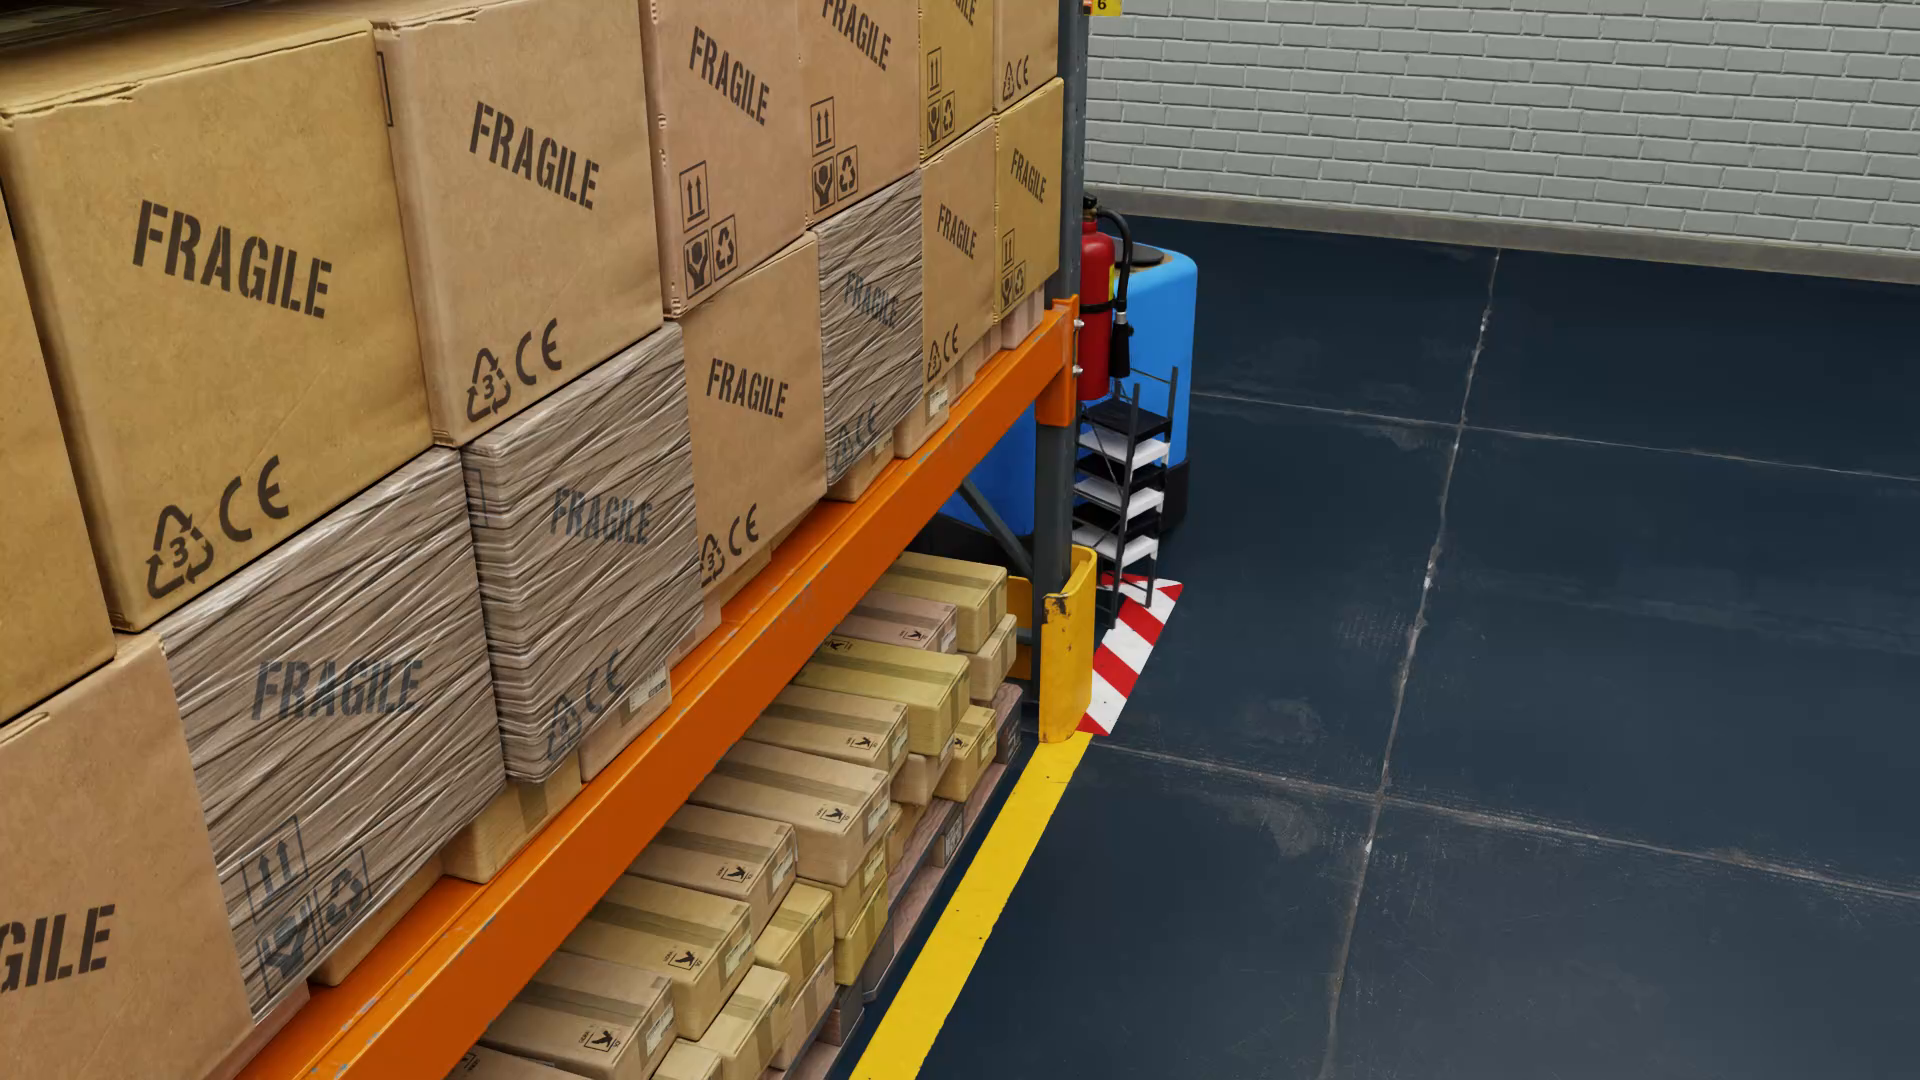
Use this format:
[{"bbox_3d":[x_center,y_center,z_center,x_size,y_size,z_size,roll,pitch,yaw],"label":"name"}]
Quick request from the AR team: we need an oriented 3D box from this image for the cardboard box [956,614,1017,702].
[{"bbox_3d":[-0.059,0.301,4.635,0.380,0.149,0.250,8,27,16],"label":"cardboard box"}]

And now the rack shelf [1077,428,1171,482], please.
[{"bbox_3d":[0.528,-0.295,5.471,0.258,0.077,0.200,26,36,35],"label":"rack shelf"}]

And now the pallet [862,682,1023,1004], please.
[{"bbox_3d":[-0.481,0.697,4.568,1.003,0.211,1.213,9,27,17],"label":"pallet"}]

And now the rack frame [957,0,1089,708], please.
[{"bbox_3d":[-0.152,-0.918,4.704,1.000,3.000,0.127,9,27,17],"label":"rack frame"}]

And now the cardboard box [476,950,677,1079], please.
[{"bbox_3d":[-0.748,0.898,3.060,0.380,0.149,0.250,8,27,15],"label":"cardboard box"}]

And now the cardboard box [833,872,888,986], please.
[{"bbox_3d":[-0.385,0.856,3.829,0.380,0.149,0.250,8,27,15],"label":"cardboard box"}]

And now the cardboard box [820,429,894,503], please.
[{"bbox_3d":[-0.360,-0.216,3.542,0.380,0.149,0.250,8,27,15],"label":"cardboard box"}]

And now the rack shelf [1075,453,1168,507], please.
[{"bbox_3d":[0.524,-0.216,5.514,0.258,0.077,0.200,26,36,35],"label":"rack shelf"}]

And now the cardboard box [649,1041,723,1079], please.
[{"bbox_3d":[-0.664,1.046,3.095,0.380,0.149,0.250,9,27,17],"label":"cardboard box"}]

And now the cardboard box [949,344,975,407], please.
[{"bbox_3d":[-0.181,-0.428,3.980,0.380,0.149,0.250,8,27,17],"label":"cardboard box"}]

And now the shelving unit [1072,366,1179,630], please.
[{"bbox_3d":[0.522,-0.166,5.541,0.258,0.900,0.210,26,36,35],"label":"shelving unit"}]

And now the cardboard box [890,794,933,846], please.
[{"bbox_3d":[-0.290,0.639,4.277,0.380,0.149,0.250,9,27,17],"label":"cardboard box"}]

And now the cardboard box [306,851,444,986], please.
[{"bbox_3d":[-0.929,0.425,2.218,0.380,0.149,0.250,8,27,15],"label":"cardboard box"}]

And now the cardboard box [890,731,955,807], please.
[{"bbox_3d":[-0.230,0.514,4.194,0.380,0.149,0.250,8,27,15],"label":"cardboard box"}]

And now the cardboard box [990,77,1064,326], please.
[{"bbox_3d":[-0.059,-0.875,4.159,0.500,0.500,0.500,9,27,18],"label":"cardboard box"}]

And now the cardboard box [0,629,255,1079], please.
[{"bbox_3d":[-1.081,0.380,1.567,0.500,0.500,0.500,8,27,16],"label":"cardboard box"}]

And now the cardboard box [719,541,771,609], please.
[{"bbox_3d":[-0.579,-0.002,3.100,0.380,0.149,0.250,9,27,18],"label":"cardboard box"}]

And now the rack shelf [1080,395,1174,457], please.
[{"bbox_3d":[0.532,-0.374,5.428,0.258,0.077,0.200,26,36,35],"label":"rack shelf"}]

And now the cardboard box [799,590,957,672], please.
[{"bbox_3d":[-0.227,0.258,4.383,0.380,0.149,0.250,9,27,18],"label":"cardboard box"}]

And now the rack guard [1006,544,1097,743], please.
[{"bbox_3d":[-0.177,0.238,5.184,1.175,0.500,0.348,9,27,17],"label":"rack guard"}]

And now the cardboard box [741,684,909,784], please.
[{"bbox_3d":[-0.339,0.480,3.924,0.380,0.149,0.250,8,27,15],"label":"cardboard box"}]

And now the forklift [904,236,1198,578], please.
[{"bbox_3d":[-0.561,-1.643,6.279,3.031,2.935,1.130,22,34,38],"label":"forklift"}]

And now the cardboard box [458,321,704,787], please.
[{"bbox_3d":[-0.721,-0.026,2.406,0.500,0.500,0.500,8,27,16],"label":"cardboard box"}]

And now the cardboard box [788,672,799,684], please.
[{"bbox_3d":[-0.638,0.464,4.638,0.380,0.149,0.250,9,27,17],"label":"cardboard box"}]

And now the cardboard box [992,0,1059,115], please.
[{"bbox_3d":[-0.070,-1.323,3.936,0.500,0.500,0.500,8,27,16],"label":"cardboard box"}]

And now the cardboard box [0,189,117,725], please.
[{"bbox_3d":[-1.103,-0.053,1.314,0.500,0.500,0.500,9,27,19],"label":"cardboard box"}]

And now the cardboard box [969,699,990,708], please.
[{"bbox_3d":[-0.131,0.423,4.724,0.380,0.149,0.250,9,27,18],"label":"cardboard box"}]

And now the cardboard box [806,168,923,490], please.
[{"bbox_3d":[-0.395,-0.454,3.290,0.500,0.500,0.500,9,27,18],"label":"cardboard box"}]

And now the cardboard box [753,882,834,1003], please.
[{"bbox_3d":[-0.493,0.832,3.538,0.380,0.149,0.250,10,28,20],"label":"cardboard box"}]

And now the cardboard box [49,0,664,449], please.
[{"bbox_3d":[-0.748,-0.471,2.177,0.500,0.500,0.500,9,27,18],"label":"cardboard box"}]

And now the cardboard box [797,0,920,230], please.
[{"bbox_3d":[-0.403,-0.900,3.062,0.500,0.500,0.500,10,28,20],"label":"cardboard box"}]

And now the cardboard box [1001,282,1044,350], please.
[{"bbox_3d":[0.006,-0.630,4.397,0.380,0.149,0.250,9,27,18],"label":"cardboard box"}]

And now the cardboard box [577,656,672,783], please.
[{"bbox_3d":[-0.688,0.222,2.638,0.380,0.149,0.250,10,28,20],"label":"cardboard box"}]

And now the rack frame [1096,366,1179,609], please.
[{"bbox_3d":[0.590,-0.199,5.608,0.240,0.900,0.006,26,36,35],"label":"rack frame"}]

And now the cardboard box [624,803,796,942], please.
[{"bbox_3d":[-0.569,0.690,3.489,0.380,0.149,0.250,8,27,16],"label":"cardboard box"}]
